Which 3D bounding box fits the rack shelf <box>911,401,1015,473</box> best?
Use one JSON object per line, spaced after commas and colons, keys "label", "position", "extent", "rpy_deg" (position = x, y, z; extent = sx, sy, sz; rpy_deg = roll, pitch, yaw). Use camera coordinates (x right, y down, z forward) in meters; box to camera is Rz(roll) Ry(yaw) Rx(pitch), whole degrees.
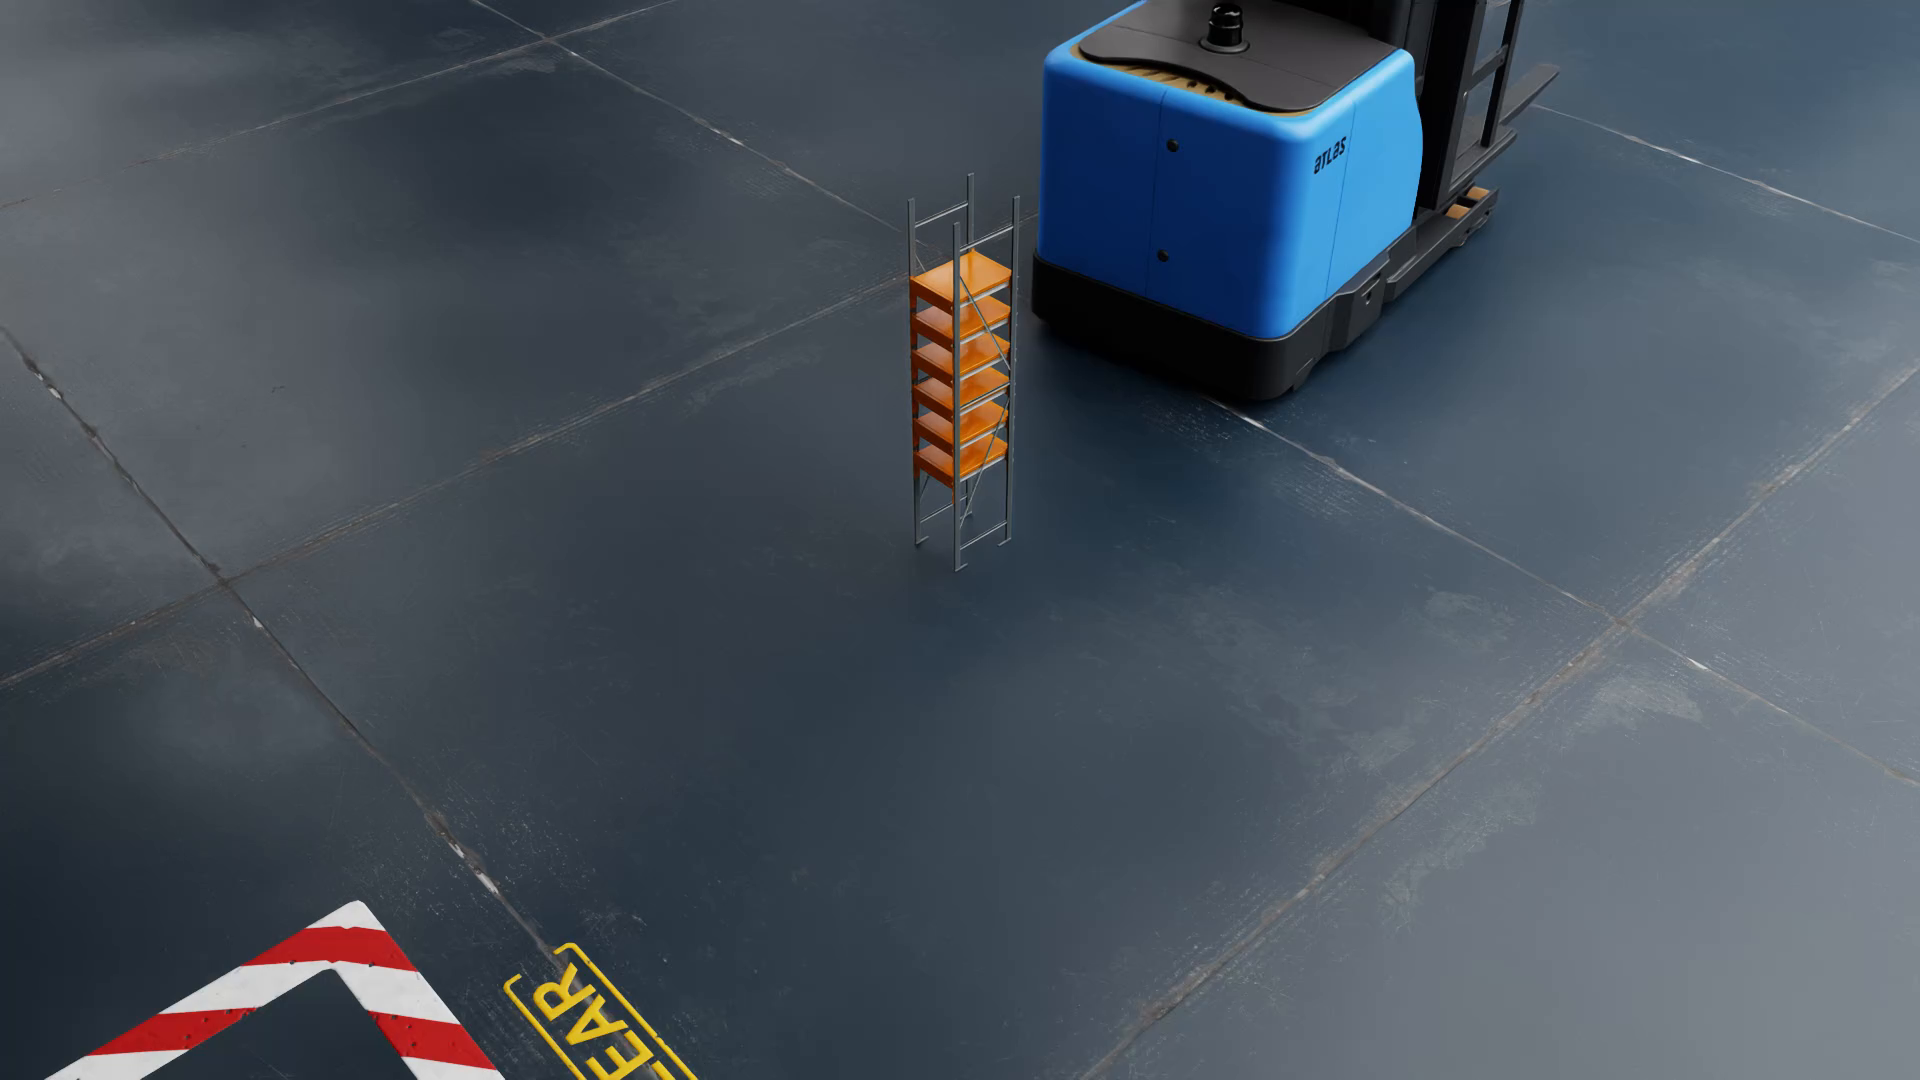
{"label": "rack shelf", "position": [0.010, -0.332, 4.989], "extent": [0.258, 0.103, 0.180], "rpy_deg": [-30, 48, -32]}

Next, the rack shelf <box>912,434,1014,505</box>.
{"label": "rack shelf", "position": [0.010, -0.239, 5.064], "extent": [0.258, 0.103, 0.180], "rpy_deg": [-30, 48, -32]}

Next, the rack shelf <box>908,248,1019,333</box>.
{"label": "rack shelf", "position": [0.010, -0.706, 4.687], "extent": [0.258, 0.103, 0.180], "rpy_deg": [-30, 48, -32]}

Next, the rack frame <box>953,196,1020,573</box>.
{"label": "rack frame", "position": [0.072, -0.418, 4.833], "extent": [0.240, 1.200, 0.006], "rpy_deg": [-30, 48, -32]}

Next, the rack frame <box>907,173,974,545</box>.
{"label": "rack frame", "position": [-0.052, -0.502, 4.938], "extent": [0.240, 1.200, 0.006], "rpy_deg": [-30, 48, -32]}

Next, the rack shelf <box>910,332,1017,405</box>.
{"label": "rack shelf", "position": [0.010, -0.519, 4.838], "extent": [0.258, 0.103, 0.180], "rpy_deg": [-30, 48, -32]}

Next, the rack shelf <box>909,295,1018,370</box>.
{"label": "rack shelf", "position": [0.010, -0.612, 4.763], "extent": [0.258, 0.103, 0.180], "rpy_deg": [-30, 48, -32]}

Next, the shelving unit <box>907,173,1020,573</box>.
{"label": "shelving unit", "position": [0.010, -0.460, 4.886], "extent": [0.258, 1.200, 0.189], "rpy_deg": [-30, 48, -32]}

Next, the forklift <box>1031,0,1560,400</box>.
{"label": "forklift", "position": [1.558, -2.498, 6.031], "extent": [1.130, 2.935, 3.031], "rpy_deg": [25, 45, 28]}

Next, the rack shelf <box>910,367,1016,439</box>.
{"label": "rack shelf", "position": [0.010, -0.426, 4.914], "extent": [0.258, 0.103, 0.180], "rpy_deg": [-30, 48, -32]}
